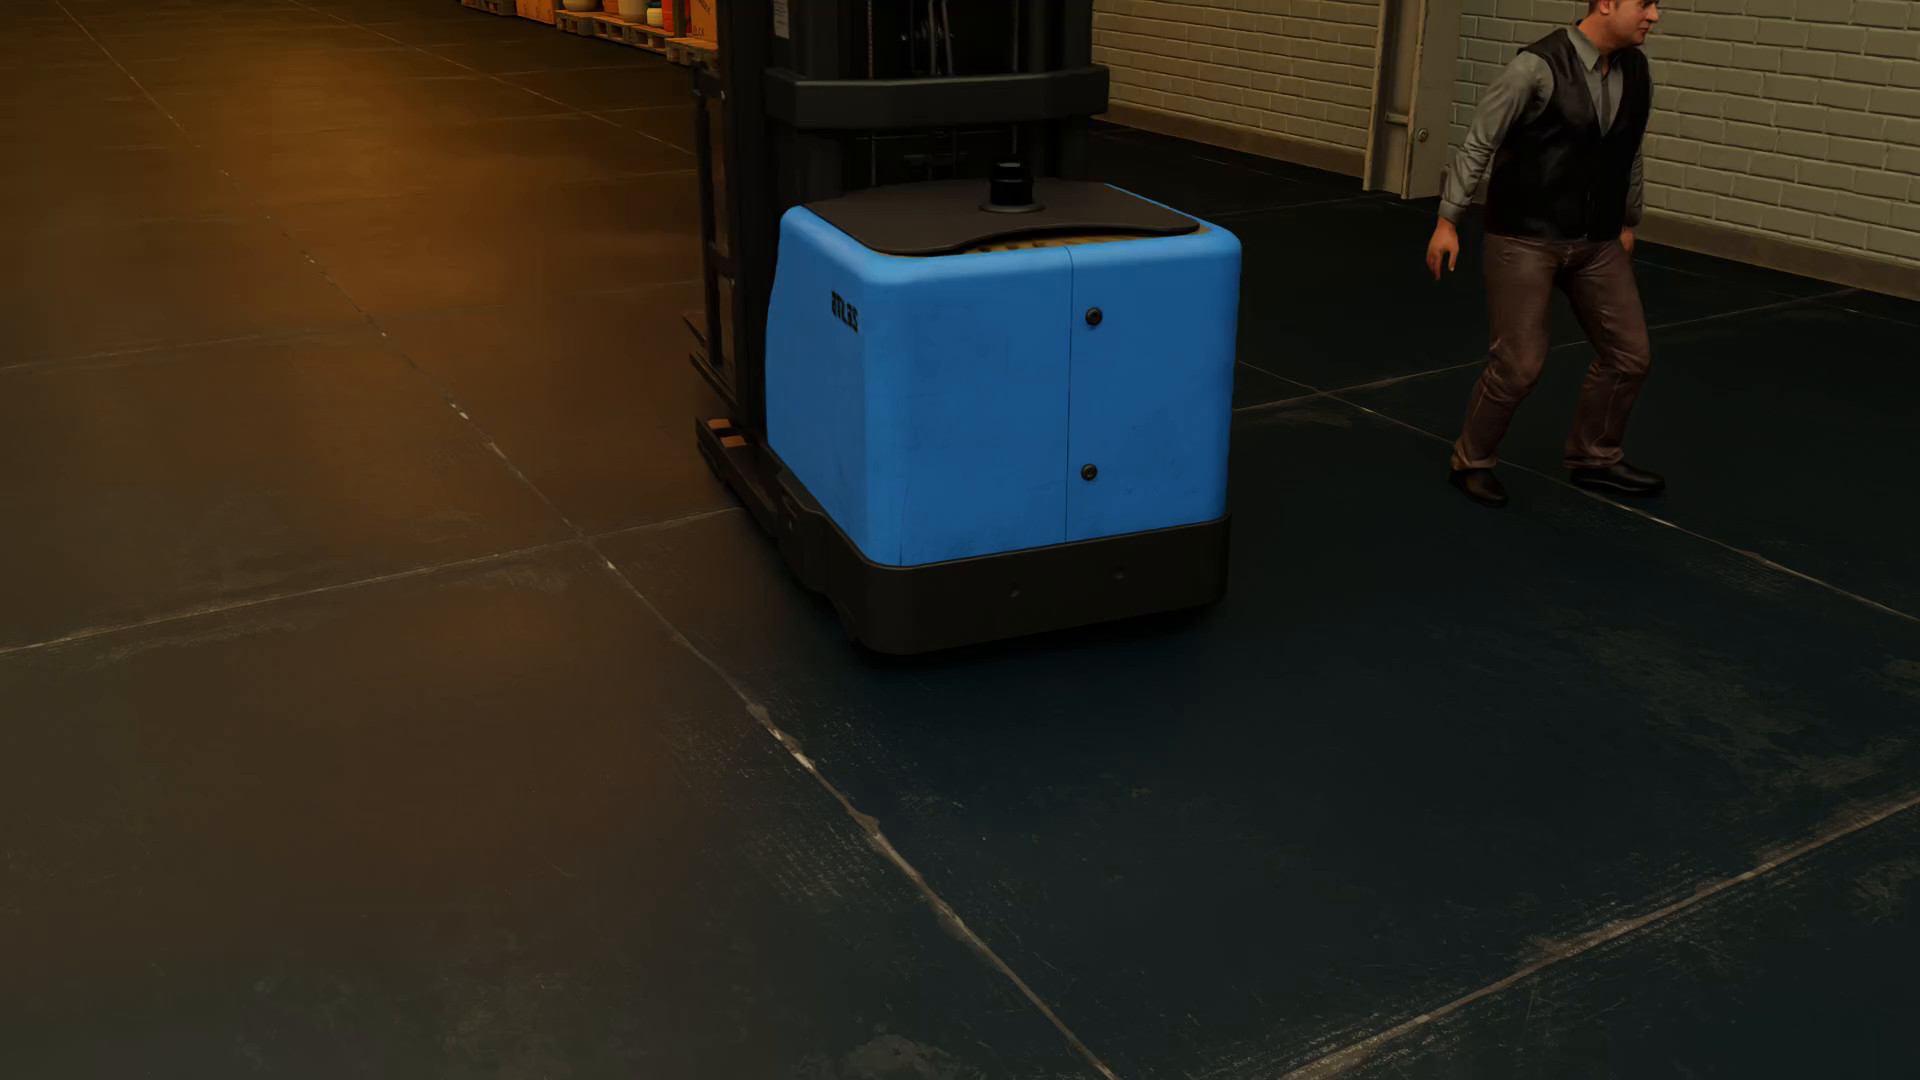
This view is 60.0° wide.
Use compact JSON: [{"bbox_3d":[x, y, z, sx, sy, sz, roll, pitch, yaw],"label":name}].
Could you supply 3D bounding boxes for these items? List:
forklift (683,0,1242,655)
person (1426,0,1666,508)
[{"bbox_3d":[-0.269,-1.592,5.152,1.130,2.935,3.031,-8,24,-20],"label":"forklift"},{"bbox_3d":[1.878,-0.935,5.214,0.848,1.692,0.405,-7,23,-16],"label":"person"}]
